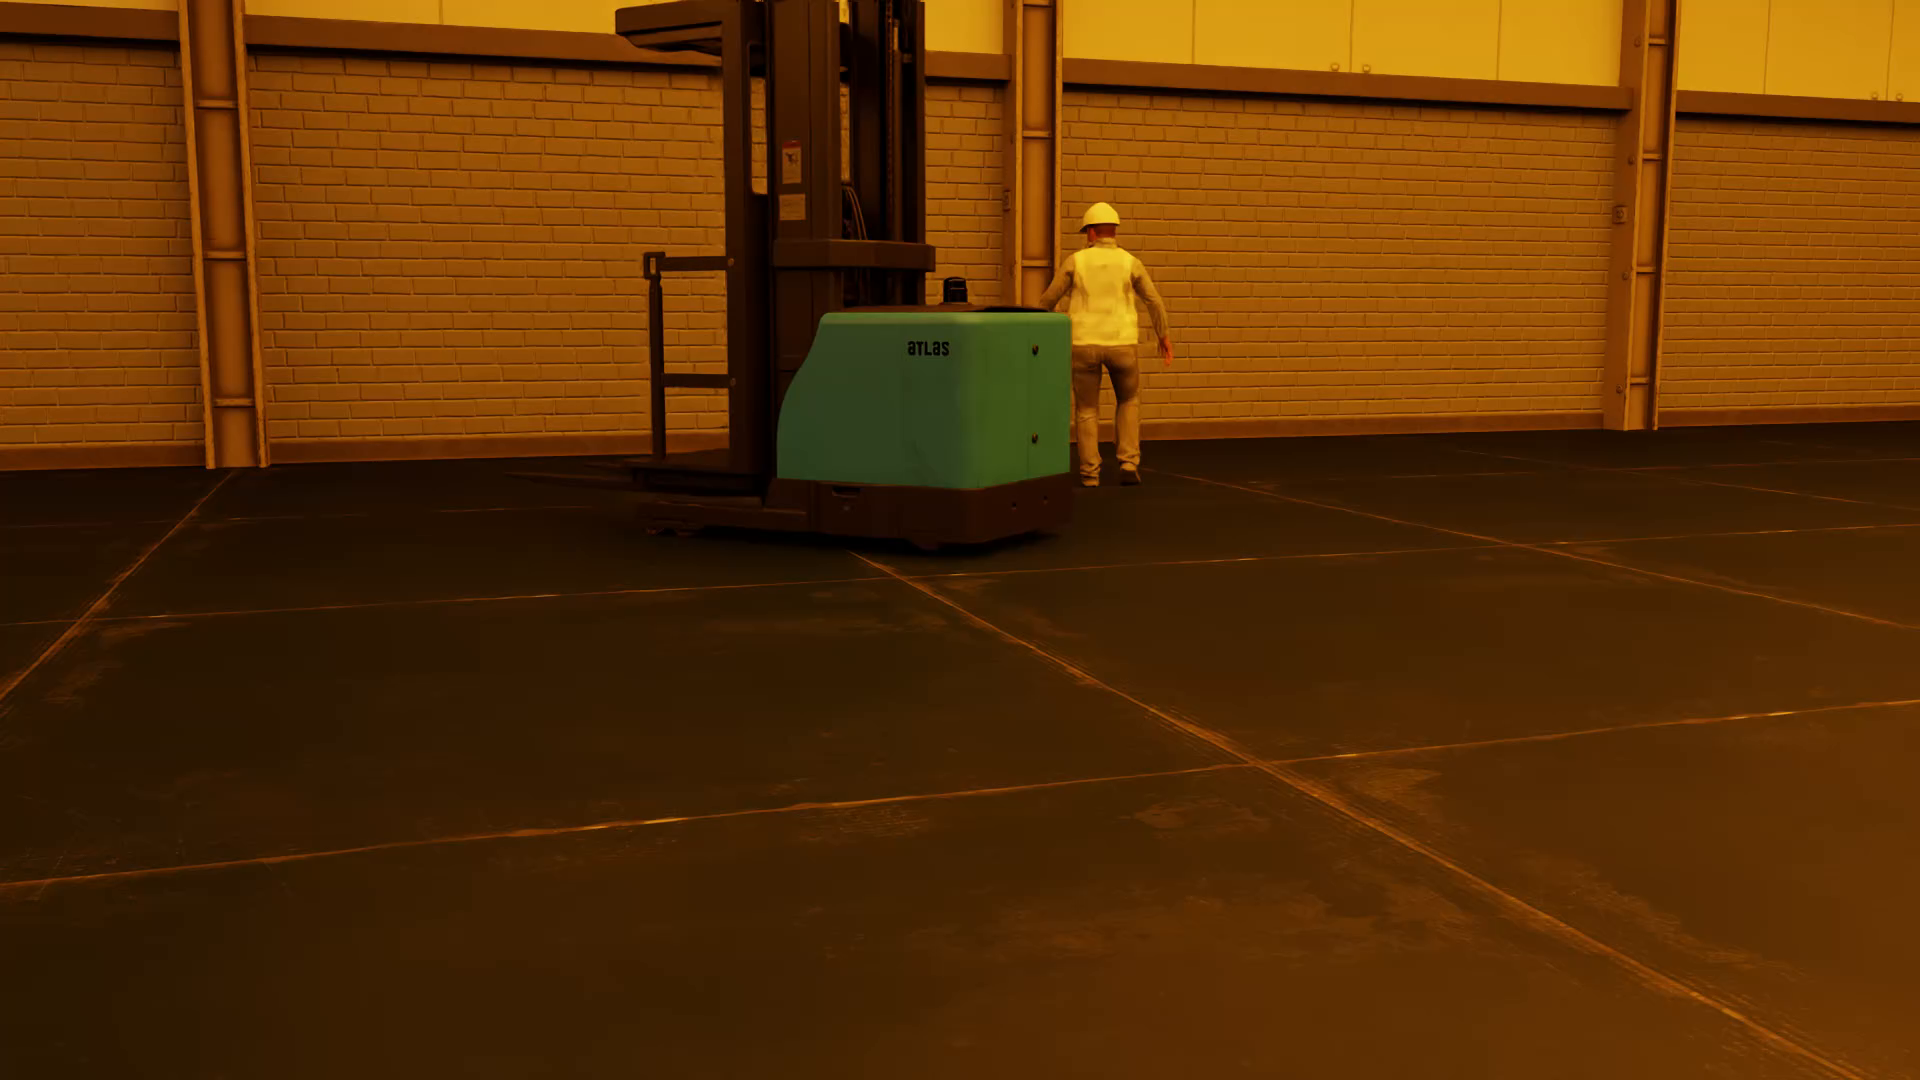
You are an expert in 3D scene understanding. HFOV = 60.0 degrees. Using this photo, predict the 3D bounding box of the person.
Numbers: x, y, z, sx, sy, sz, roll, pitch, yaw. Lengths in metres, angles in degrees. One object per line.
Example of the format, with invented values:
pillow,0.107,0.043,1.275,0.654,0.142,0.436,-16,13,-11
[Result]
person,0.884,-1.198,10.414,0.889,1.791,0.495,1,8,8

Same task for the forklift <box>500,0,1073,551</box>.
forklift,-0.984,-1.522,8.242,3.031,2.935,1.130,5,9,30
